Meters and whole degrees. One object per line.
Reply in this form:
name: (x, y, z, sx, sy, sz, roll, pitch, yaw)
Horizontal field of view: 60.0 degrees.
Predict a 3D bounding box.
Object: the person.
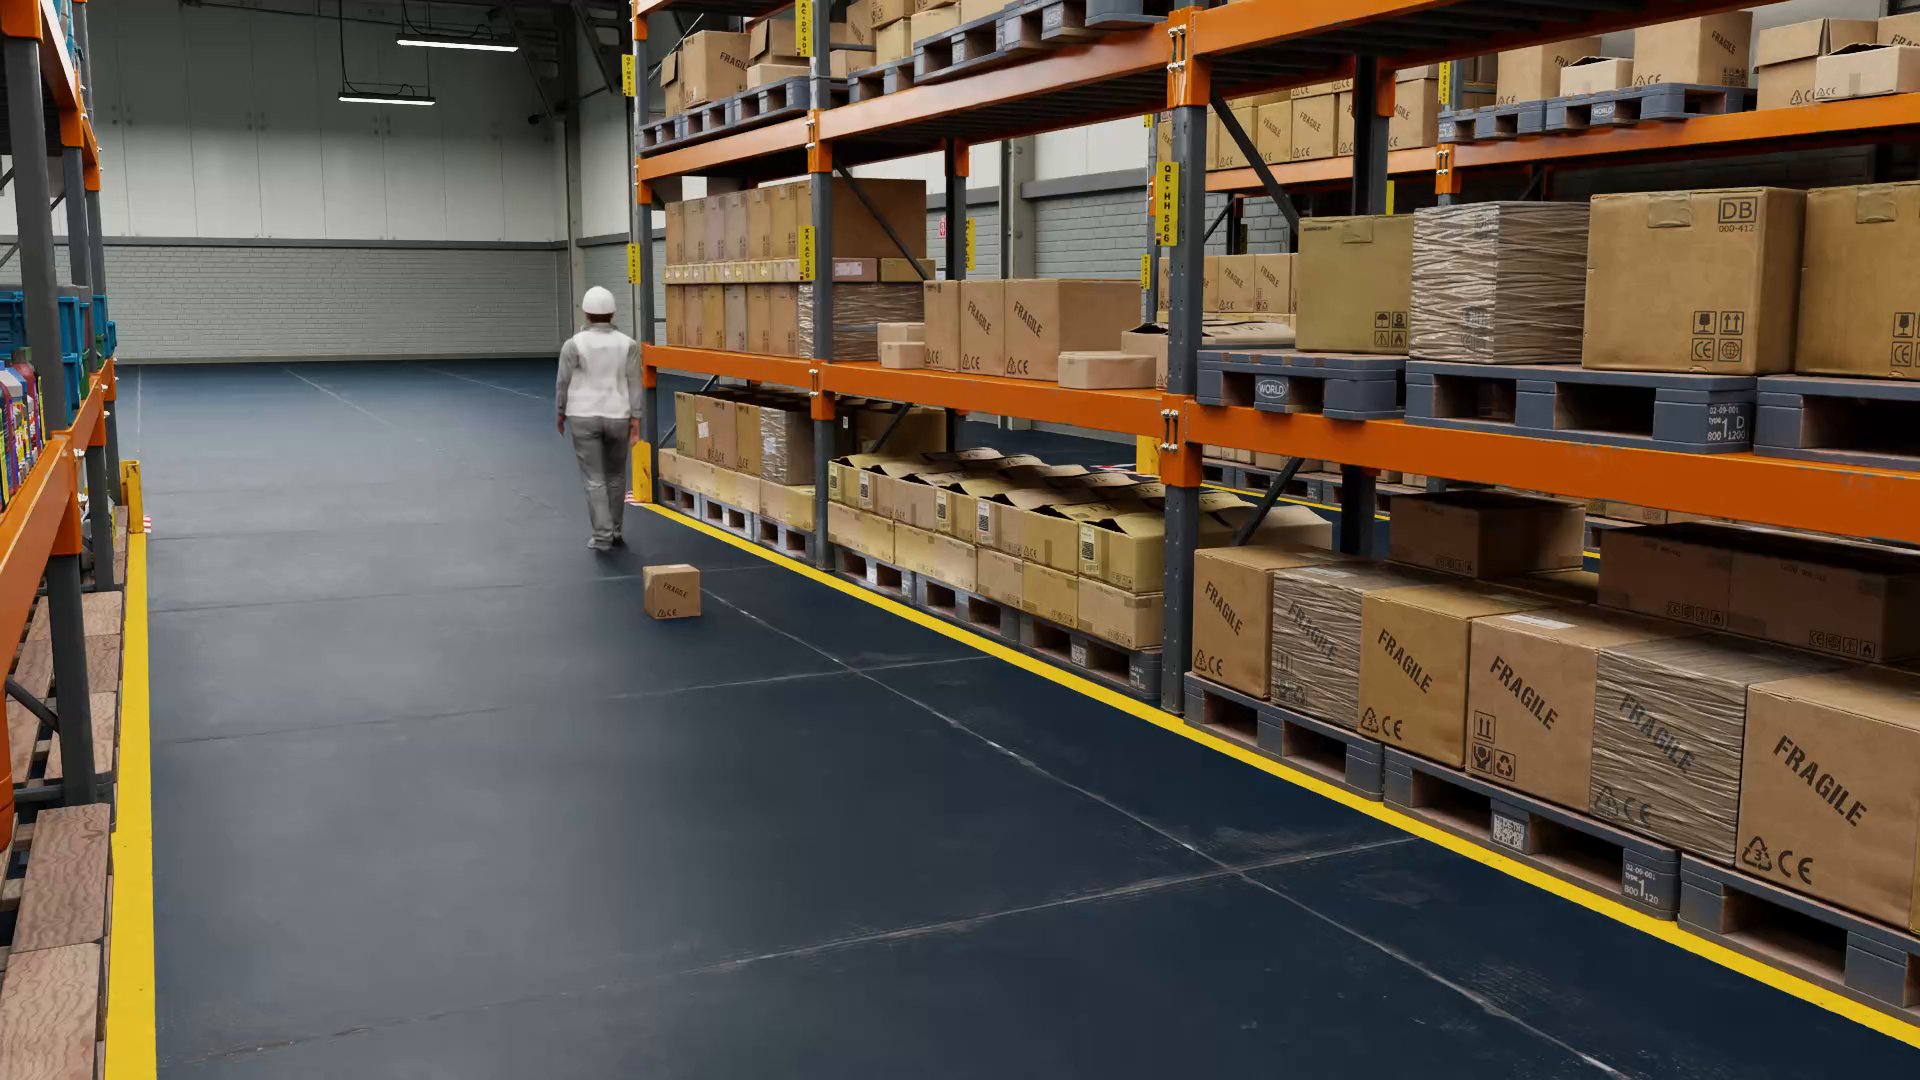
person: (-2.482, -0.835, 11.283, 0.546, 1.732, 0.887, -5, 10, -28)
